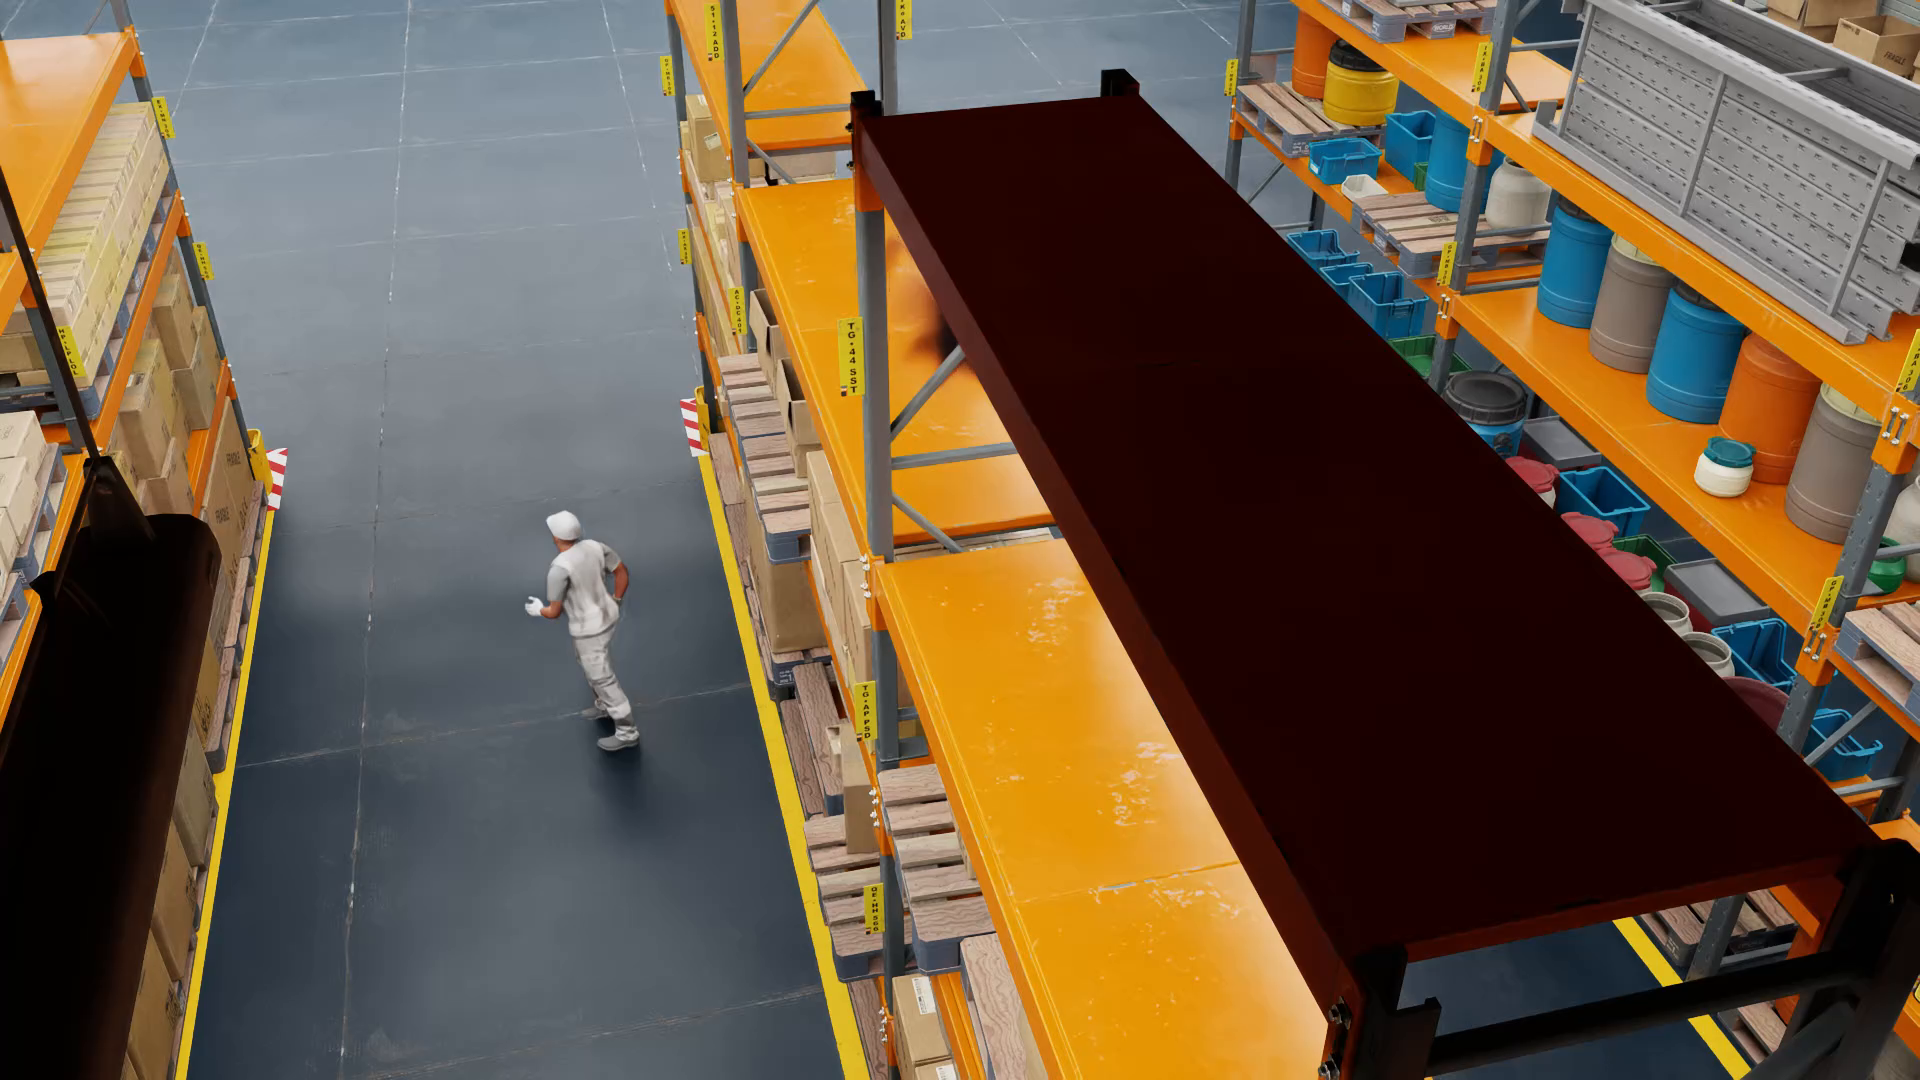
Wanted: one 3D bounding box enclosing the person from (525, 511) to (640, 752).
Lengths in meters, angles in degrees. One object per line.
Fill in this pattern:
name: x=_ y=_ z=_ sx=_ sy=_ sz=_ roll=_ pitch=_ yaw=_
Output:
person: x=-2.630 y=0.615 z=11.724 sx=0.839 sy=1.740 sz=0.683 roll=11 pitch=36 yaw=16
